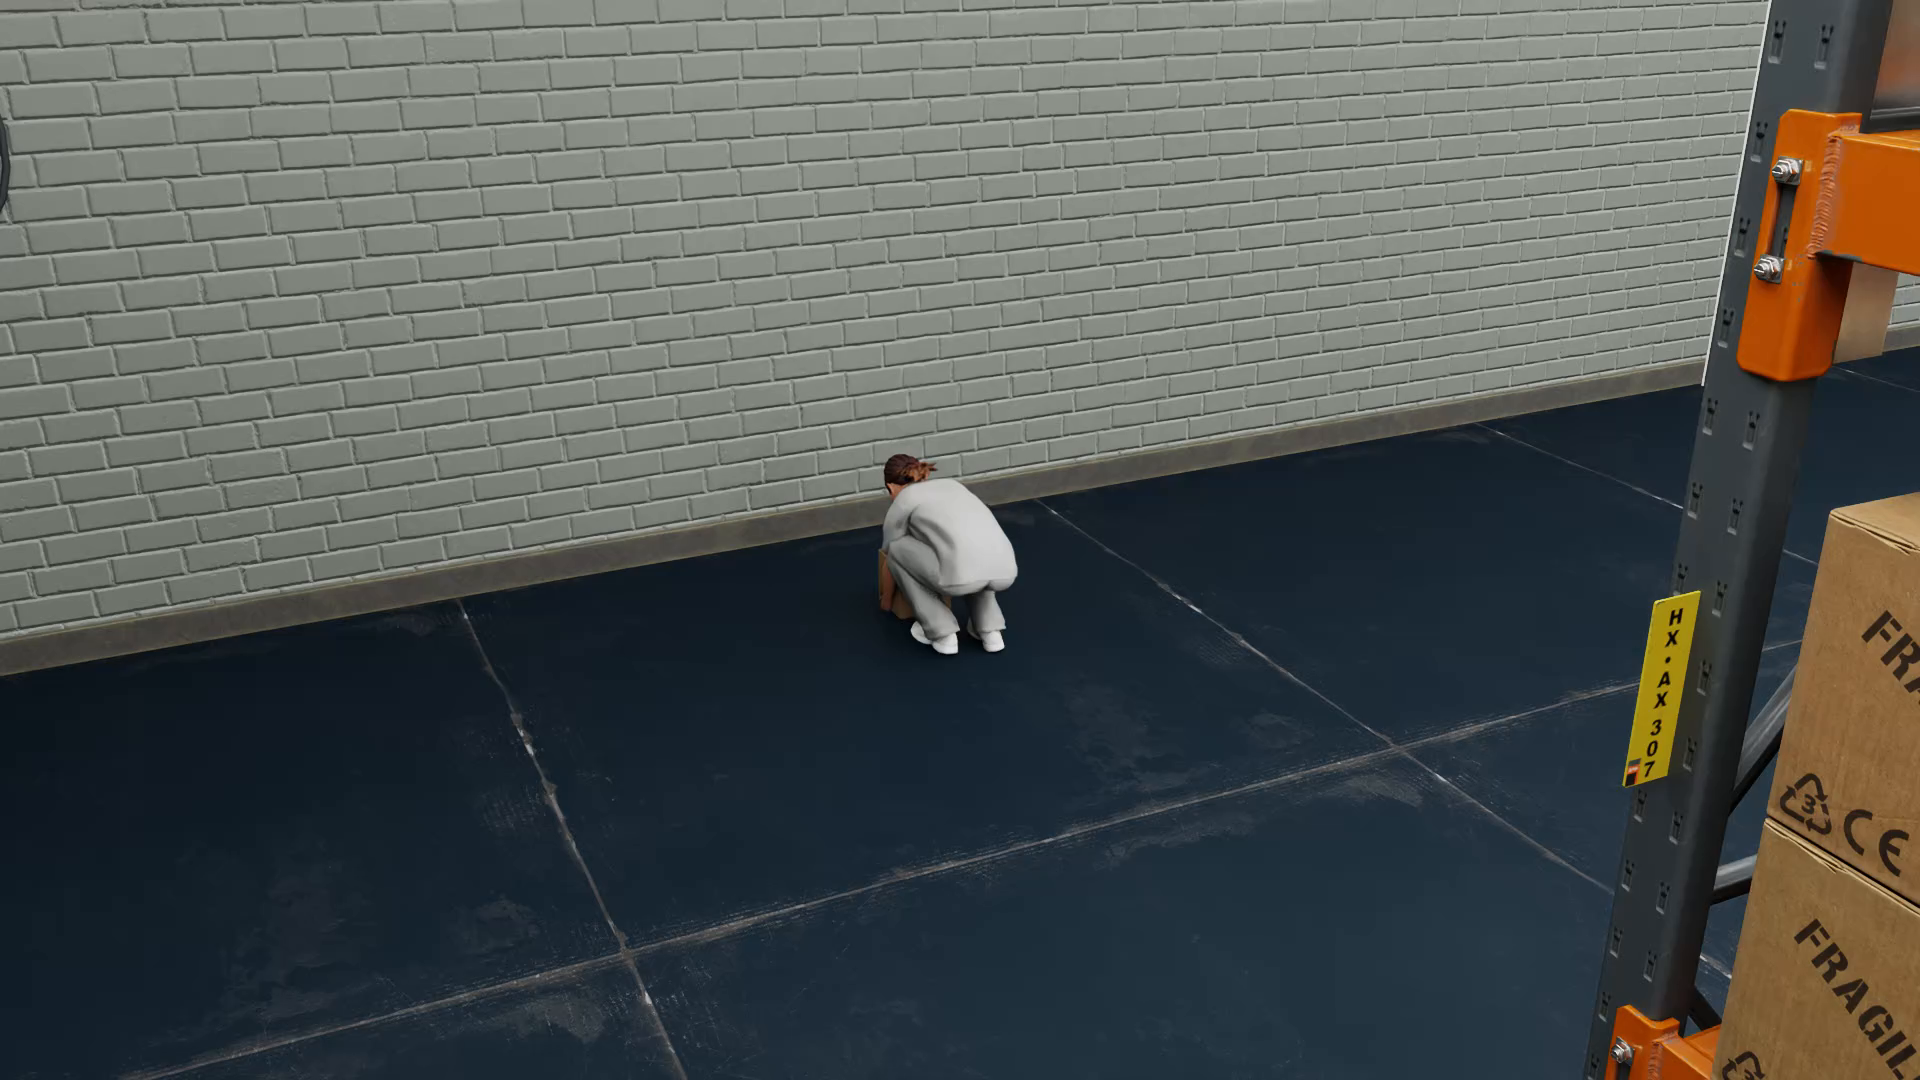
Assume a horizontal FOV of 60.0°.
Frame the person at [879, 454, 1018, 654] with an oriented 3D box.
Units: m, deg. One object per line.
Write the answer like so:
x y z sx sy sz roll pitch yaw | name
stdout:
-0.071 0.084 7.201 0.459 0.816 0.836 -11 25 -24 | person
